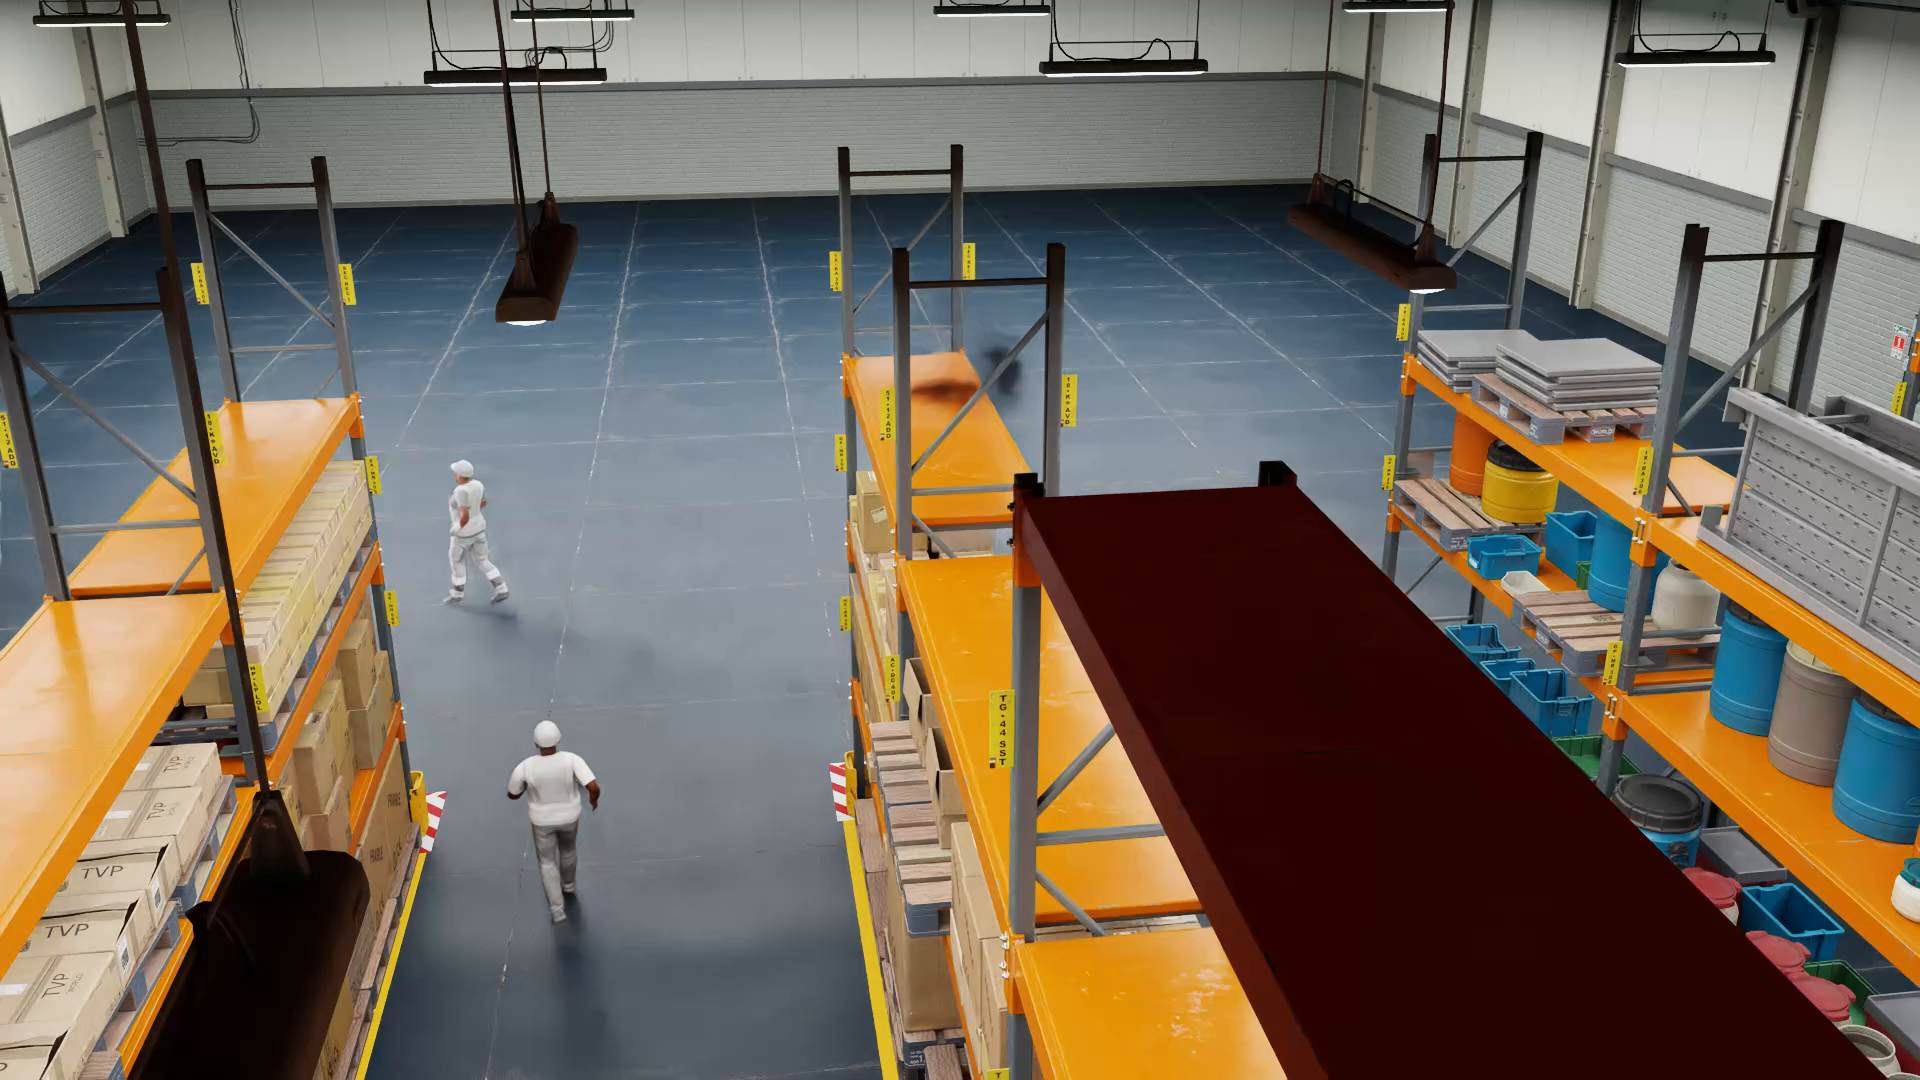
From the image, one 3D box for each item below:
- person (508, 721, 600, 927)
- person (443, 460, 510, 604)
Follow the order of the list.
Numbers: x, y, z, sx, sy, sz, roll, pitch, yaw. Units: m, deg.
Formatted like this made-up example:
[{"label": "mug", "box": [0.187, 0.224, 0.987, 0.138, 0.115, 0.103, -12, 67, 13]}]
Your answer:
[{"label": "person", "box": [-3.291, 2.247, 13.495, 0.690, 1.750, 0.990, -8, 23, -19]}, {"label": "person", "box": [-5.693, -0.064, 19.308, 0.920, 1.809, 0.634, 11, 24, 25]}]
